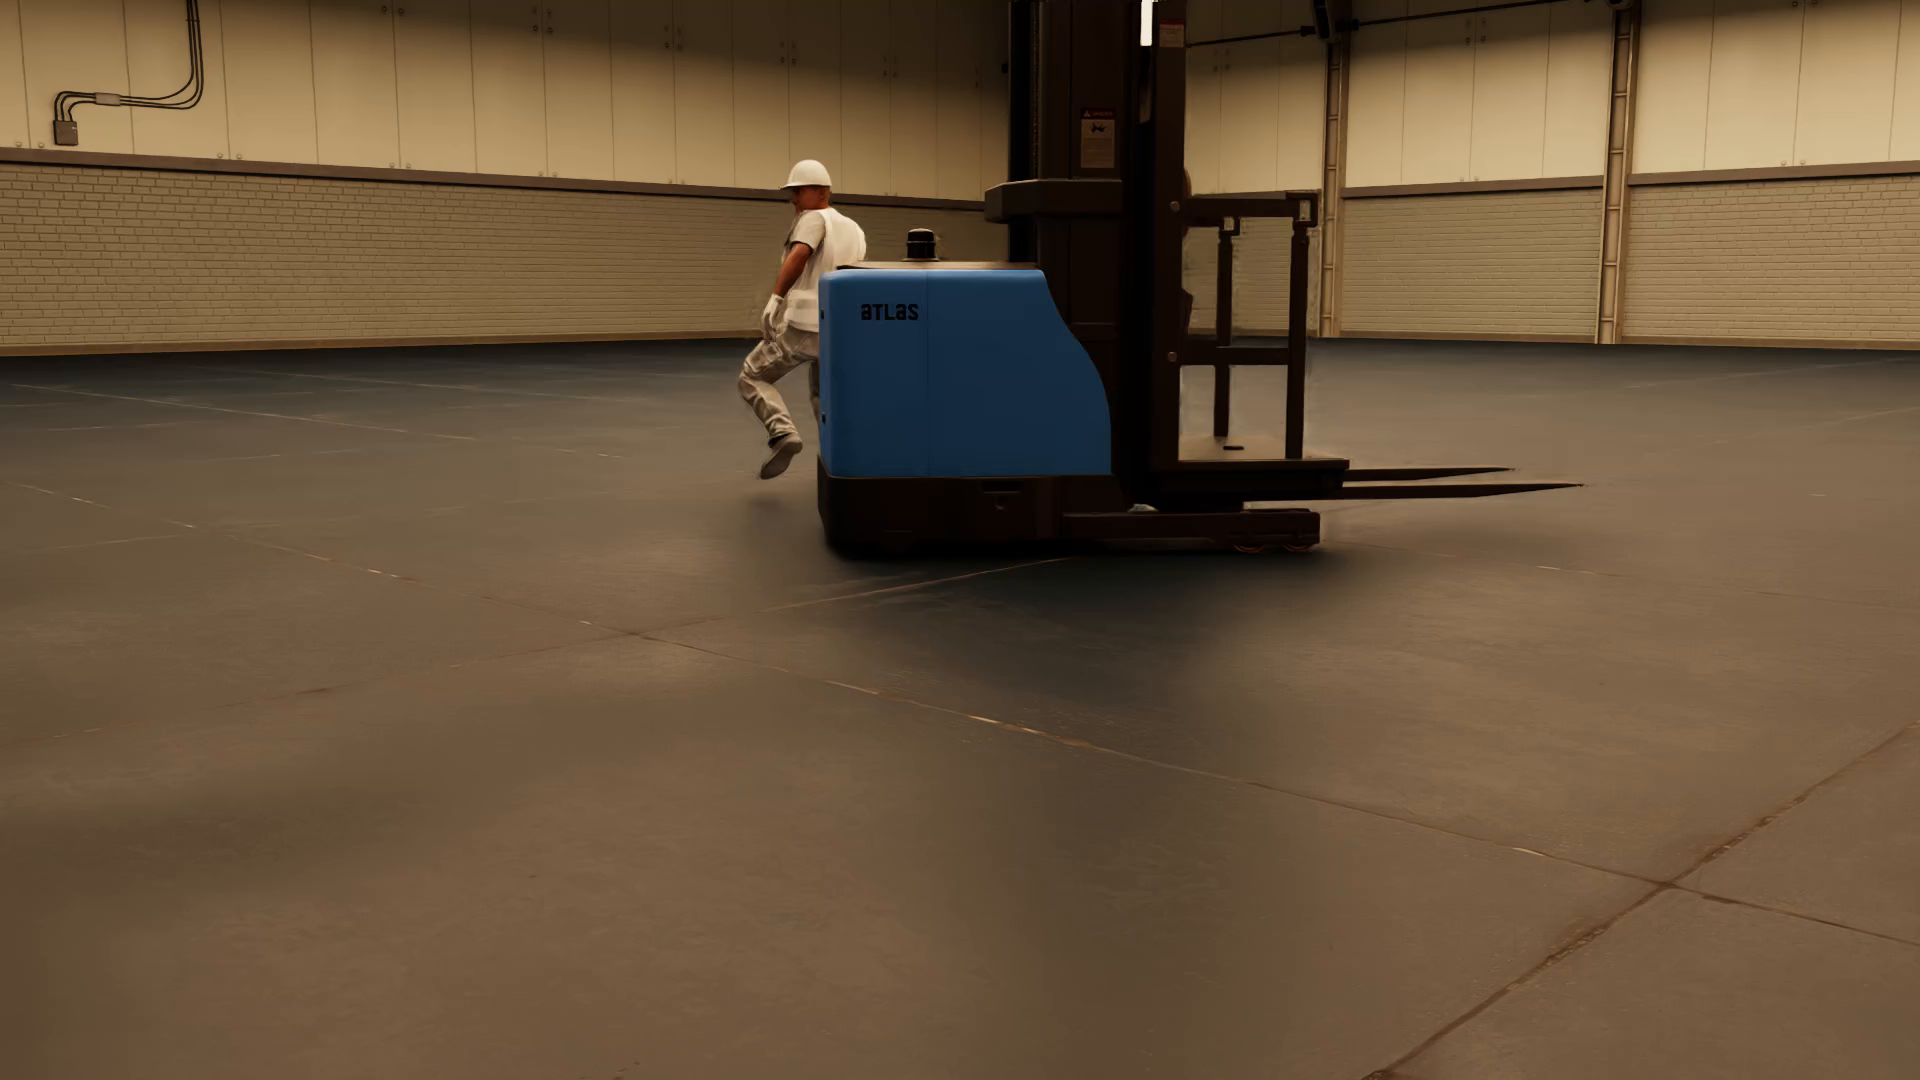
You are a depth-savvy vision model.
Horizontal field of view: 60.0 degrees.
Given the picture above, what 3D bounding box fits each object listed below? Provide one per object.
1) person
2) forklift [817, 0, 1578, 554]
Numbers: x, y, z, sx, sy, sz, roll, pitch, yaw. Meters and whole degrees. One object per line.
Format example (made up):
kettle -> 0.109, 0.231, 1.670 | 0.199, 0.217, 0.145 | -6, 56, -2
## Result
person -> -0.773, -1.102, 8.539 | 0.556, 1.667, 0.922 | 8, 12, 42
forklift -> 0.953, -1.473, 6.657 | 3.031, 2.935, 1.130 | -1, 9, -7
